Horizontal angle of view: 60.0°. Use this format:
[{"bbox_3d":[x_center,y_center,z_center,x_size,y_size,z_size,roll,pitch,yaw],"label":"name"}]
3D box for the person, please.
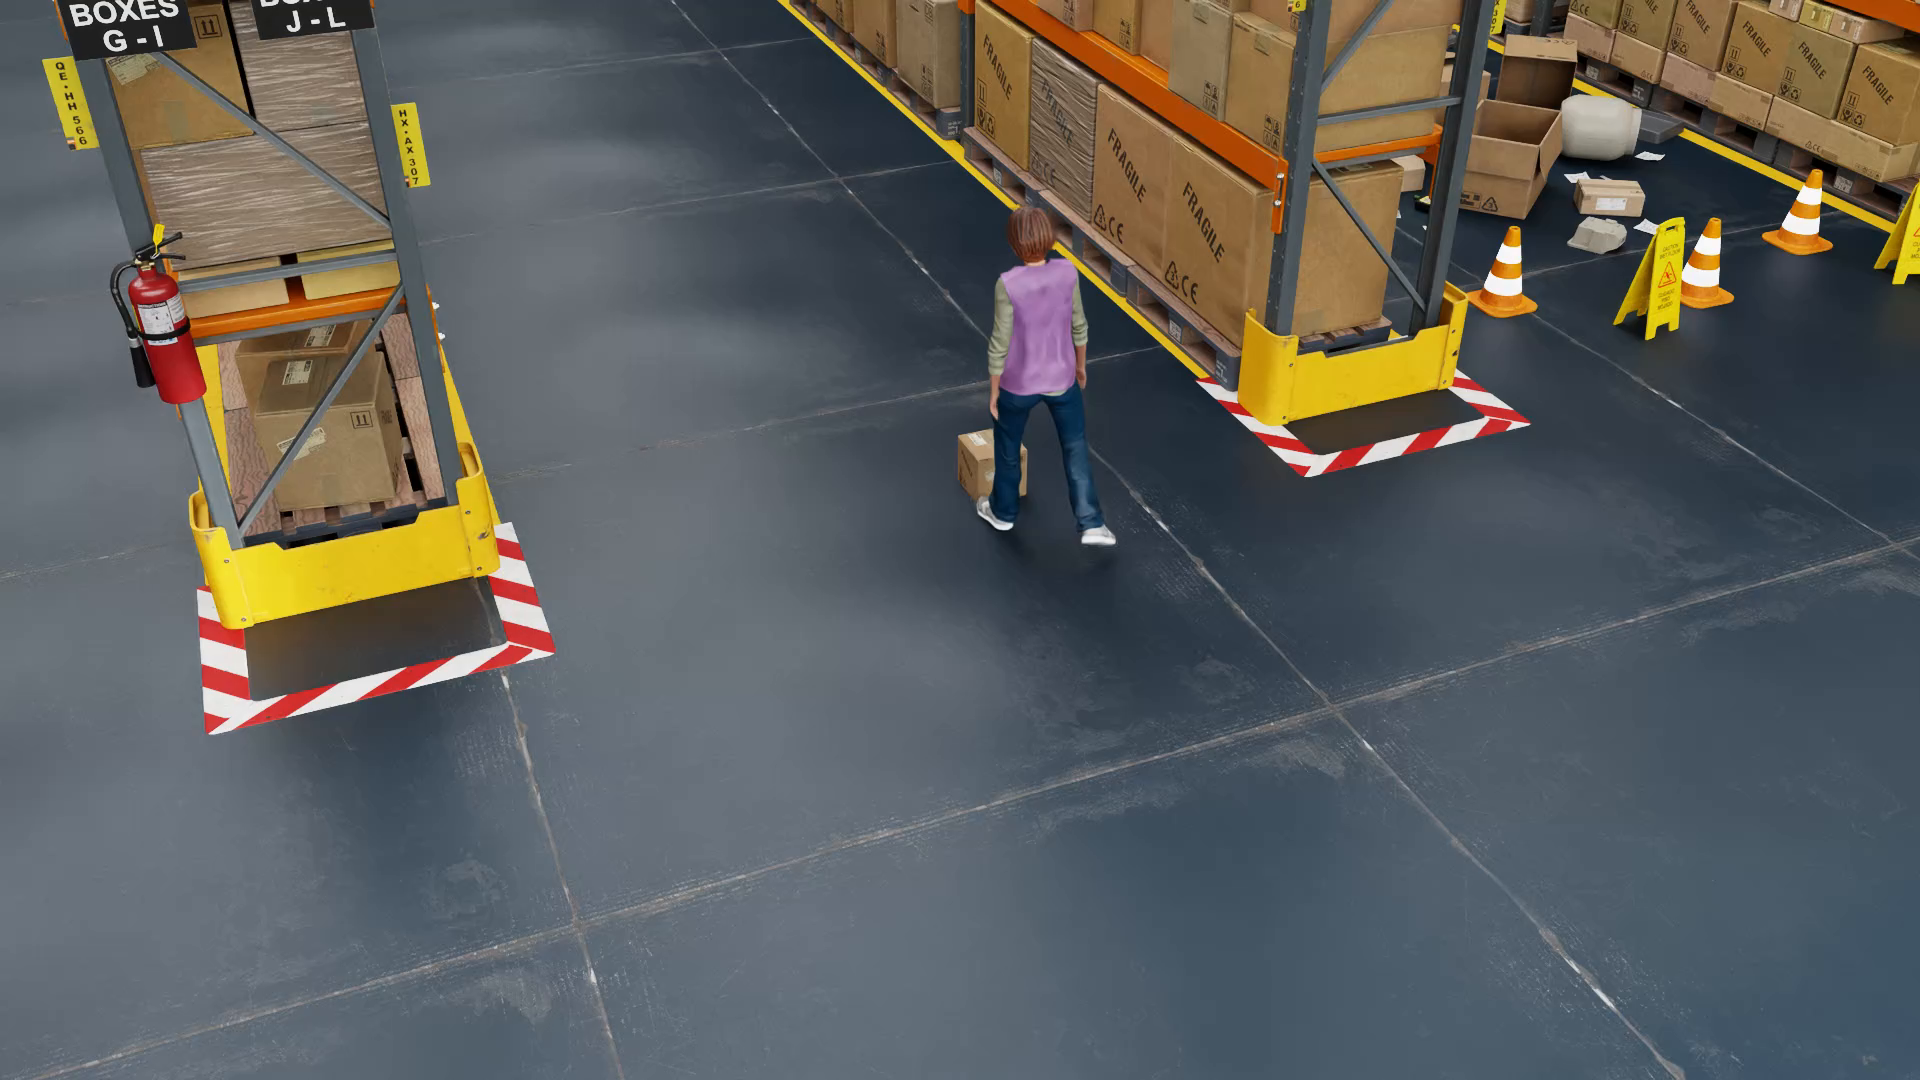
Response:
[{"bbox_3d":[0.374,-0.668,7.129,0.545,1.589,0.707,-10,35,-14],"label":"person"}]
